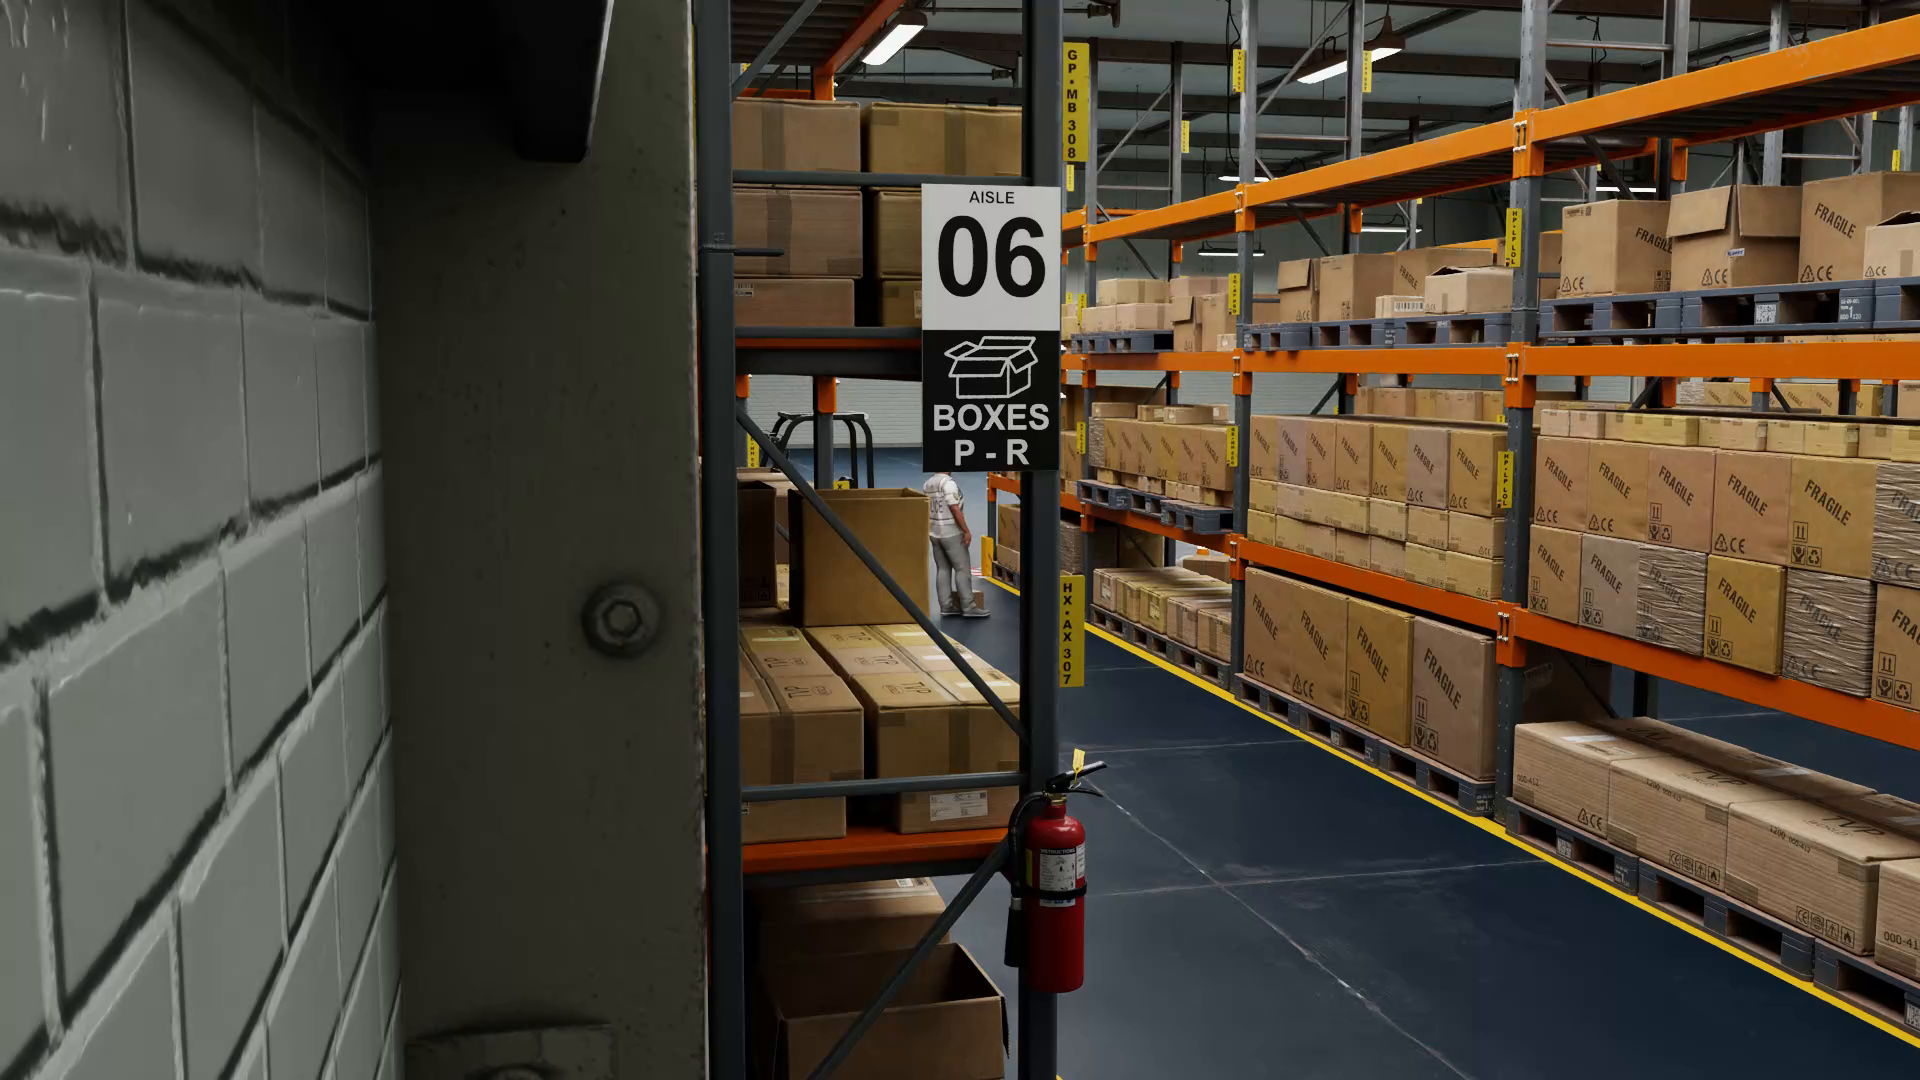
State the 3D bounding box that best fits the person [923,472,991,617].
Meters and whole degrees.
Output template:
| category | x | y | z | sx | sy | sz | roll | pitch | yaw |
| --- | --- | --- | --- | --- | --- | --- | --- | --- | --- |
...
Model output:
| category | x | y | z | sx | sy | sz | roll | pitch | yaw |
| --- | --- | --- | --- | --- | --- | --- | --- | --- | --- |
| person | -0.065 | -0.075 | 17.810 | 0.573 | 1.782 | 0.642 | -5 | 8 | -38 |
